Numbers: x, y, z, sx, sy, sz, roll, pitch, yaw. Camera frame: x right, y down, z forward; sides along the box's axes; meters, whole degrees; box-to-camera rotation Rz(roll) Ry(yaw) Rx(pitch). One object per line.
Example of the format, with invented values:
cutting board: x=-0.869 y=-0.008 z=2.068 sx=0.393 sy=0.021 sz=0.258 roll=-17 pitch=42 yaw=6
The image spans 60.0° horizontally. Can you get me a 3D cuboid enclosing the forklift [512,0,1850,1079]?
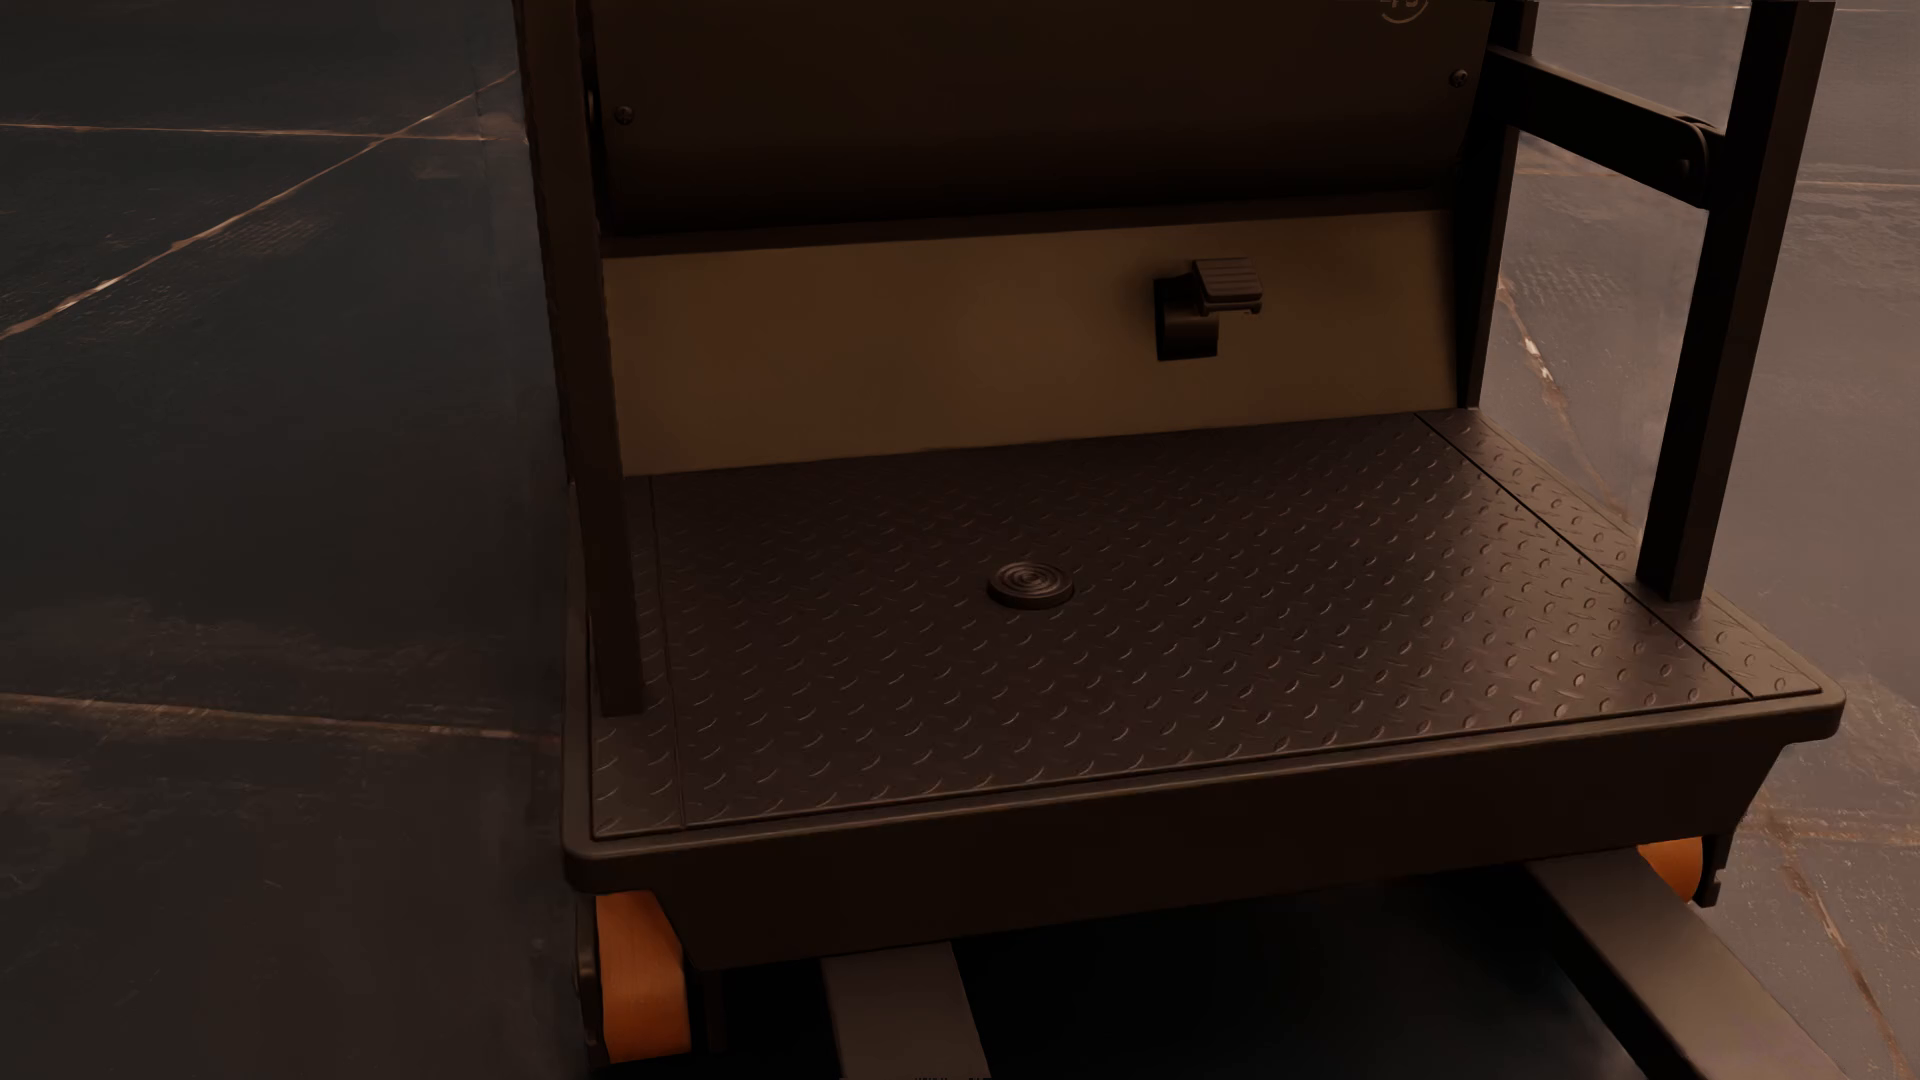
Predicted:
forklift: x=0.141 y=-1.013 z=1.247 sx=1.130 sy=2.935 sz=3.031 roll=-5 pitch=27 yaw=-10
